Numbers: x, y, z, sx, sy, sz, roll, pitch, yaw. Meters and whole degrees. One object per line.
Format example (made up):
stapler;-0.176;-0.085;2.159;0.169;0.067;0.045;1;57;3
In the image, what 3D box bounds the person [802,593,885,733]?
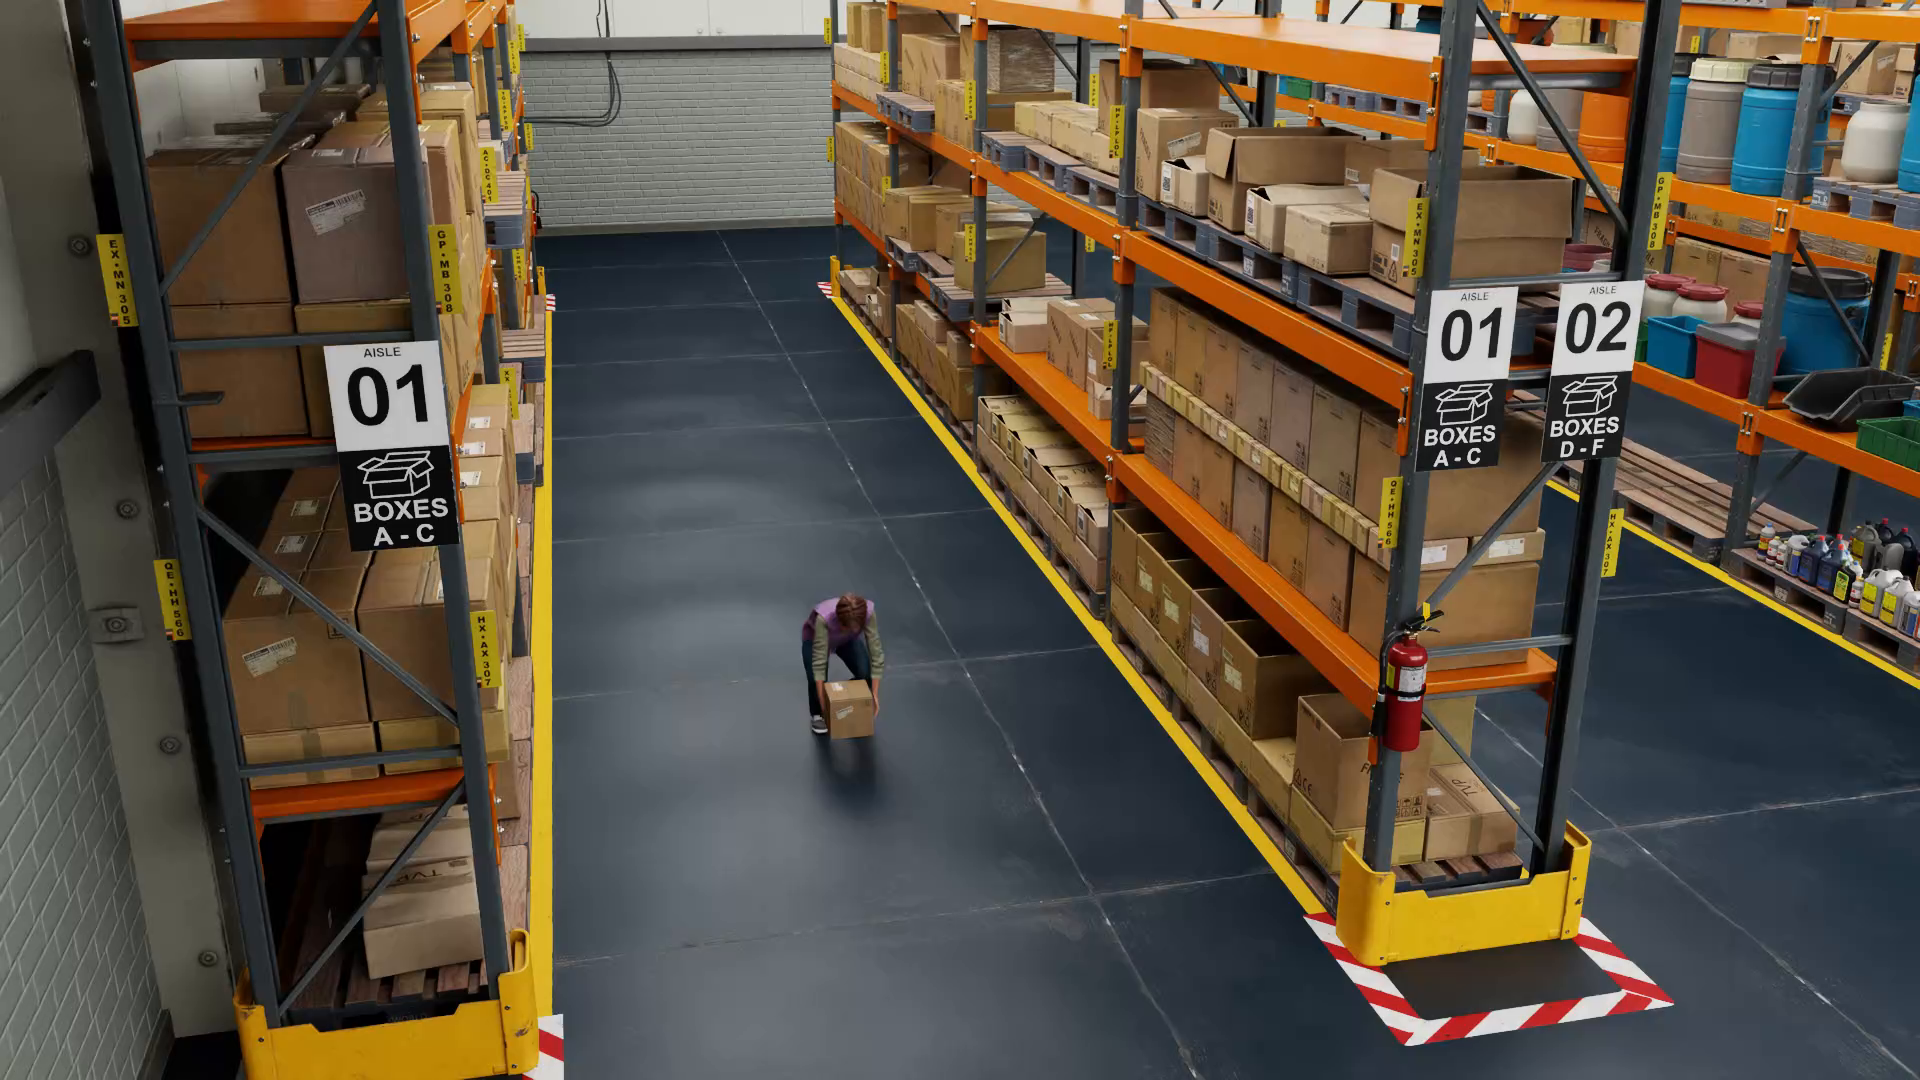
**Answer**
person;-0.716;0.705;10.046;0.454;0.984;0.765;-5;20;-13
